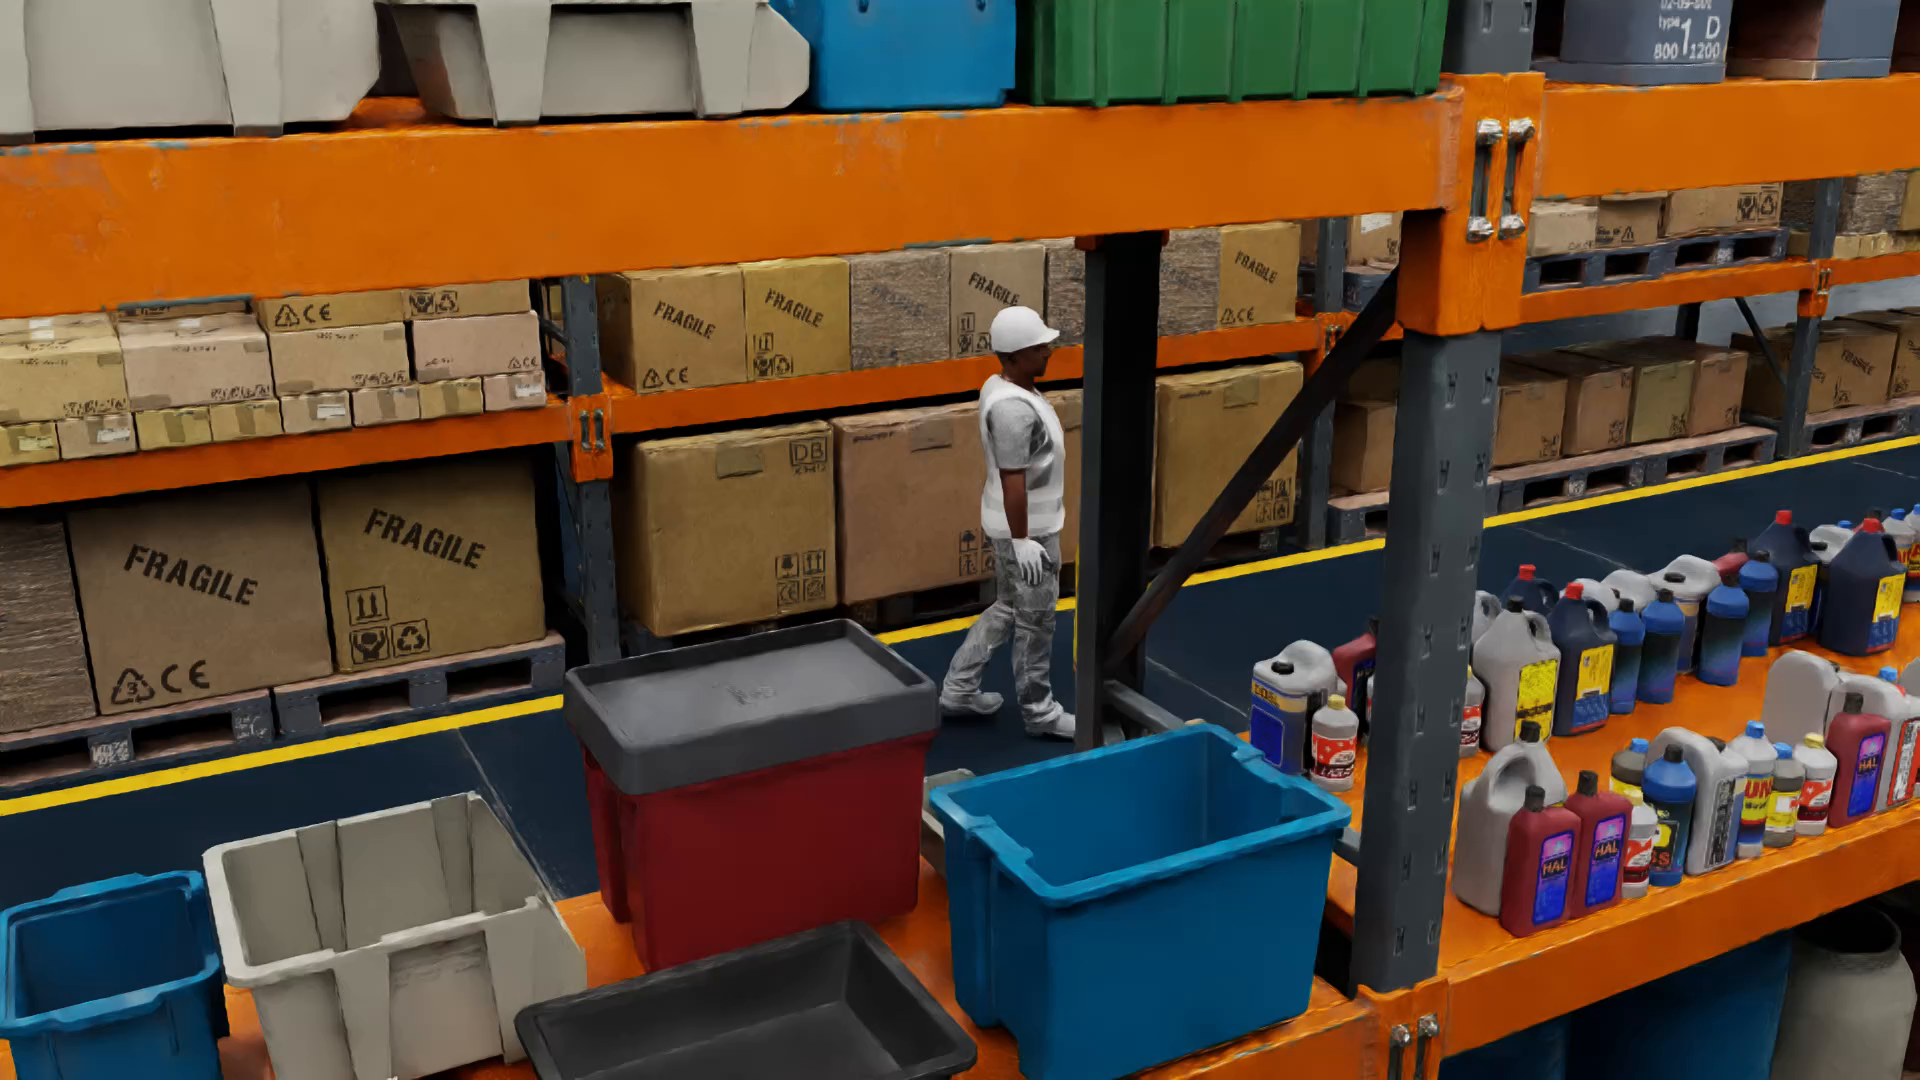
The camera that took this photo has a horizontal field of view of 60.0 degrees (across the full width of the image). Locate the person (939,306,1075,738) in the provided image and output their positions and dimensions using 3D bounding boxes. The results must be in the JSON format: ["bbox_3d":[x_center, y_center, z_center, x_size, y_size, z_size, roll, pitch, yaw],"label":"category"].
[{"bbox_3d":[0.240,-0.057,6.676,0.649,1.787,0.565,-1,18,-4],"label":"person"}]
